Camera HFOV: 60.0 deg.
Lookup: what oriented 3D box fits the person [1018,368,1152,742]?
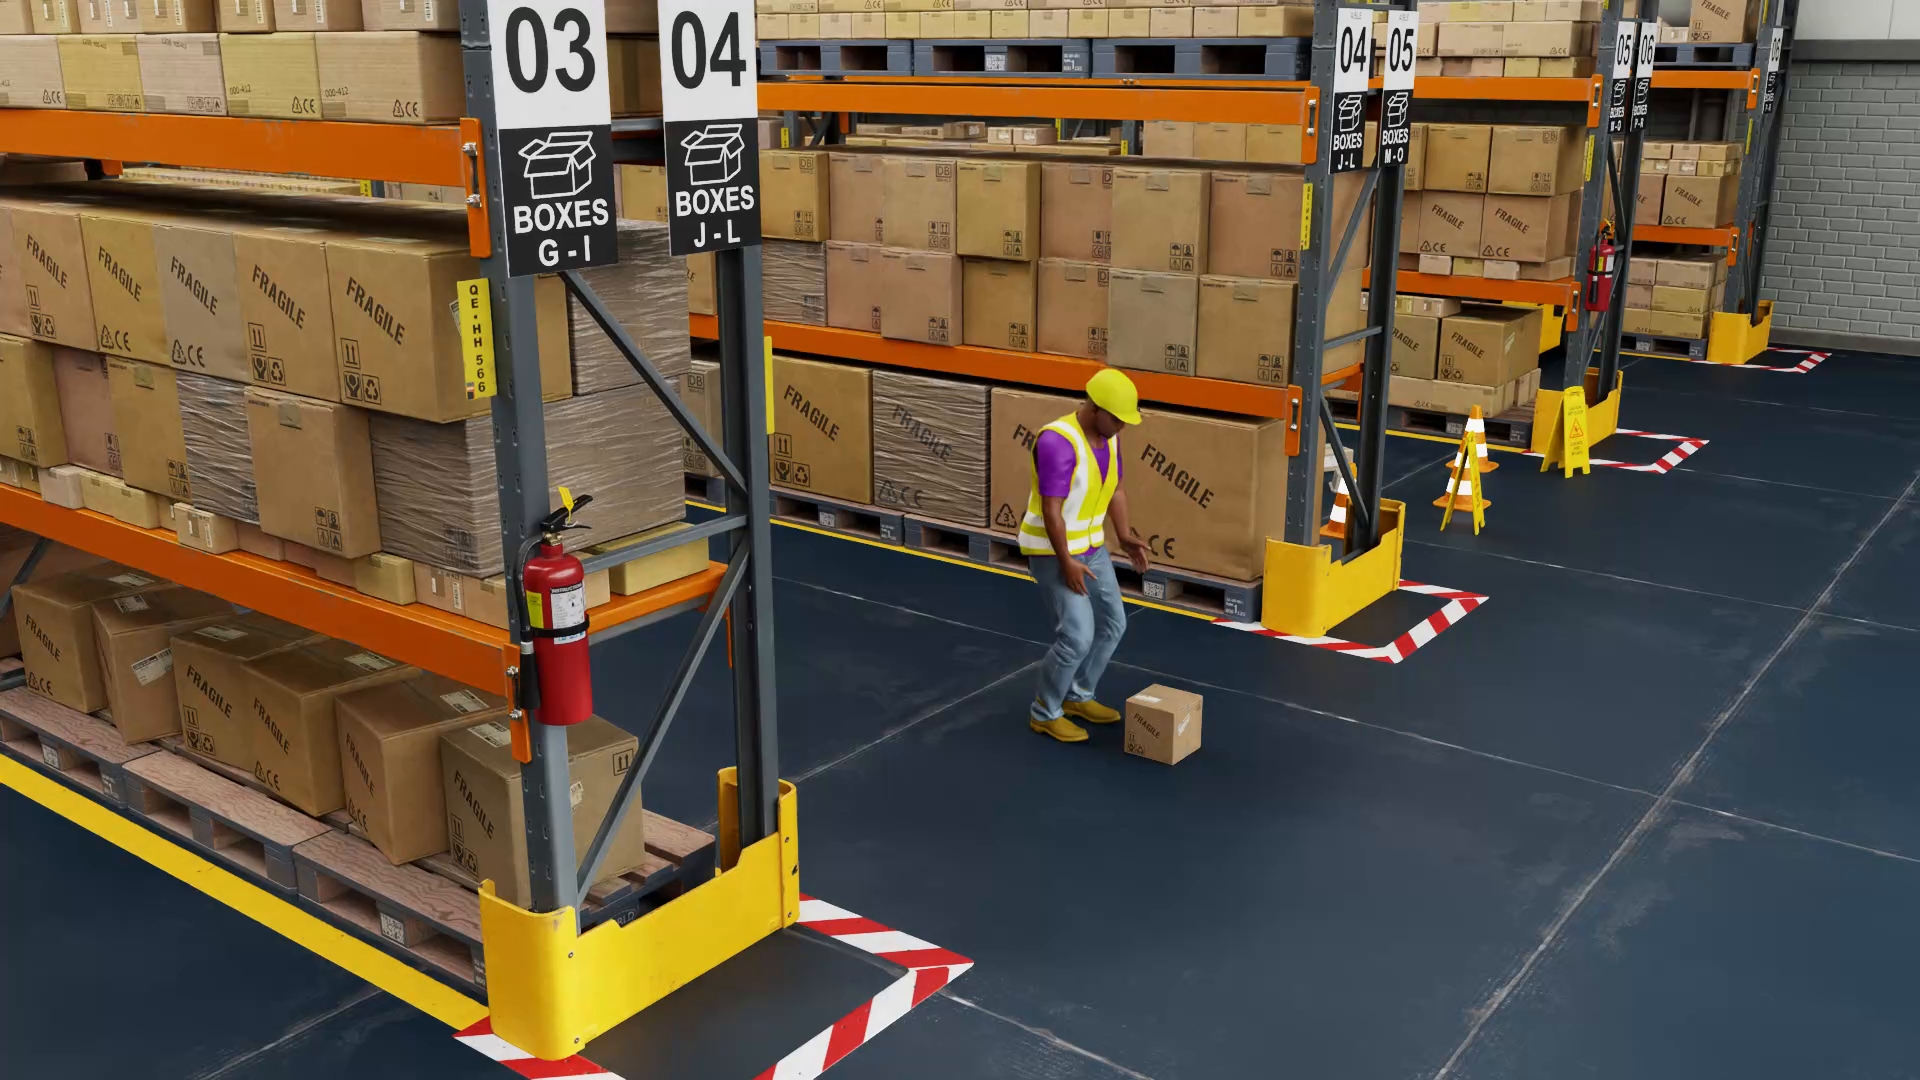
[{"bbox_3d":[0.559,0.048,7.484,0.511,1.682,0.602,13,21,36],"label":"person"}]
